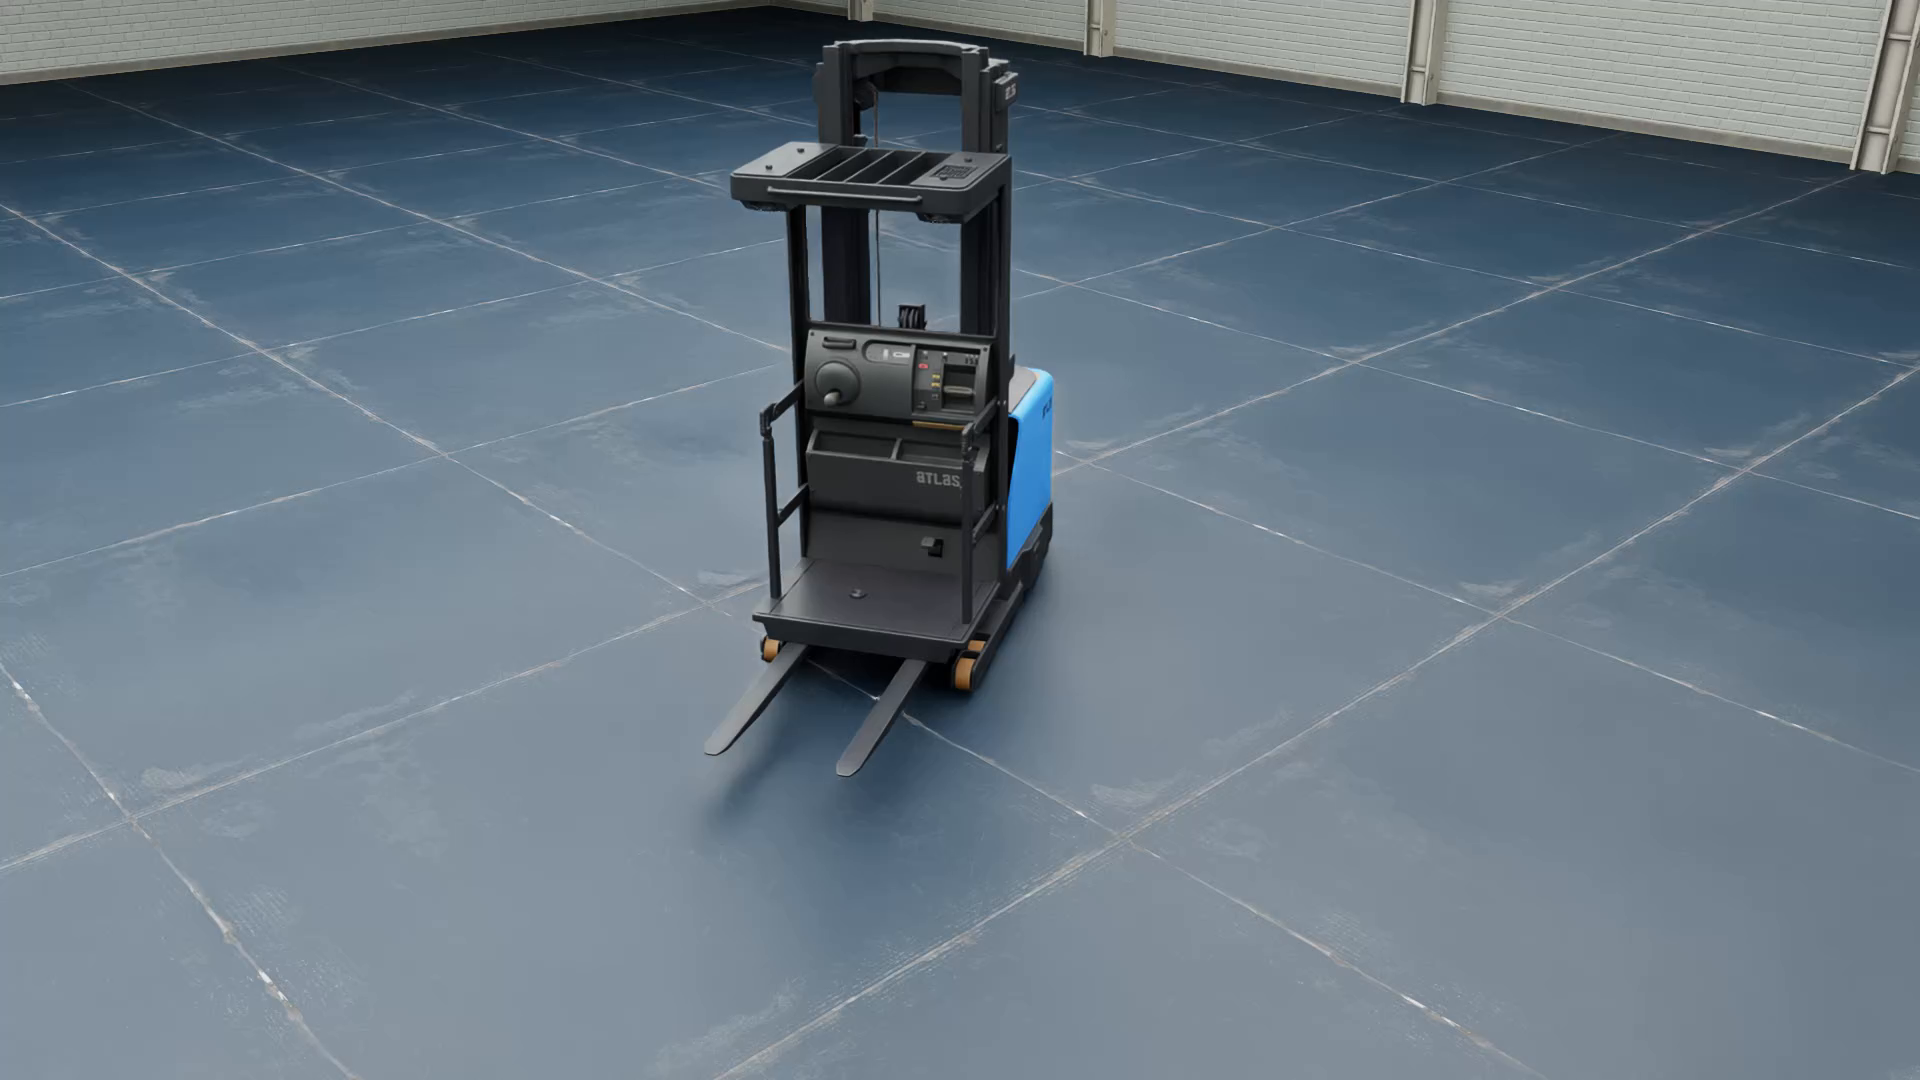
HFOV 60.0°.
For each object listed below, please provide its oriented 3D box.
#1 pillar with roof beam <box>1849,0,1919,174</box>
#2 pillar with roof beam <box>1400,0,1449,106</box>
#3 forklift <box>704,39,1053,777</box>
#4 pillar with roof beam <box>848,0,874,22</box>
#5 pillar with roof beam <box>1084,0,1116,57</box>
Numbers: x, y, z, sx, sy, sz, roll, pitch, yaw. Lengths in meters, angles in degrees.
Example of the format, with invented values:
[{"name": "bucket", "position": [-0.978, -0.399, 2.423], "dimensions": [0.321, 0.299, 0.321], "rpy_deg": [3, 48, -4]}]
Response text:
[{"name": "pillar with roof beam", "position": [7.314, -7.117, 14.509], "dimensions": [9.100, 9.000, 0.400], "rpy_deg": [-21, 32, -38]}, {"name": "pillar with roof beam", "position": [3.213, -8.935, 18.494], "dimensions": [9.100, 9.000, 0.400], "rpy_deg": [-21, 32, -38]}, {"name": "forklift", "position": [-0.367, -0.774, 7.915], "dimensions": [1.130, 2.935, 3.031], "rpy_deg": [7, 25, 15]}, {"name": "pillar with roof beam", "position": [-4.989, -12.571, 26.463], "dimensions": [9.100, 9.000, 0.400], "rpy_deg": [-21, 32, -38]}, {"name": "pillar with roof beam", "position": [-0.888, -10.753, 22.479], "dimensions": [9.100, 9.000, 0.400], "rpy_deg": [-21, 32, -38]}]
